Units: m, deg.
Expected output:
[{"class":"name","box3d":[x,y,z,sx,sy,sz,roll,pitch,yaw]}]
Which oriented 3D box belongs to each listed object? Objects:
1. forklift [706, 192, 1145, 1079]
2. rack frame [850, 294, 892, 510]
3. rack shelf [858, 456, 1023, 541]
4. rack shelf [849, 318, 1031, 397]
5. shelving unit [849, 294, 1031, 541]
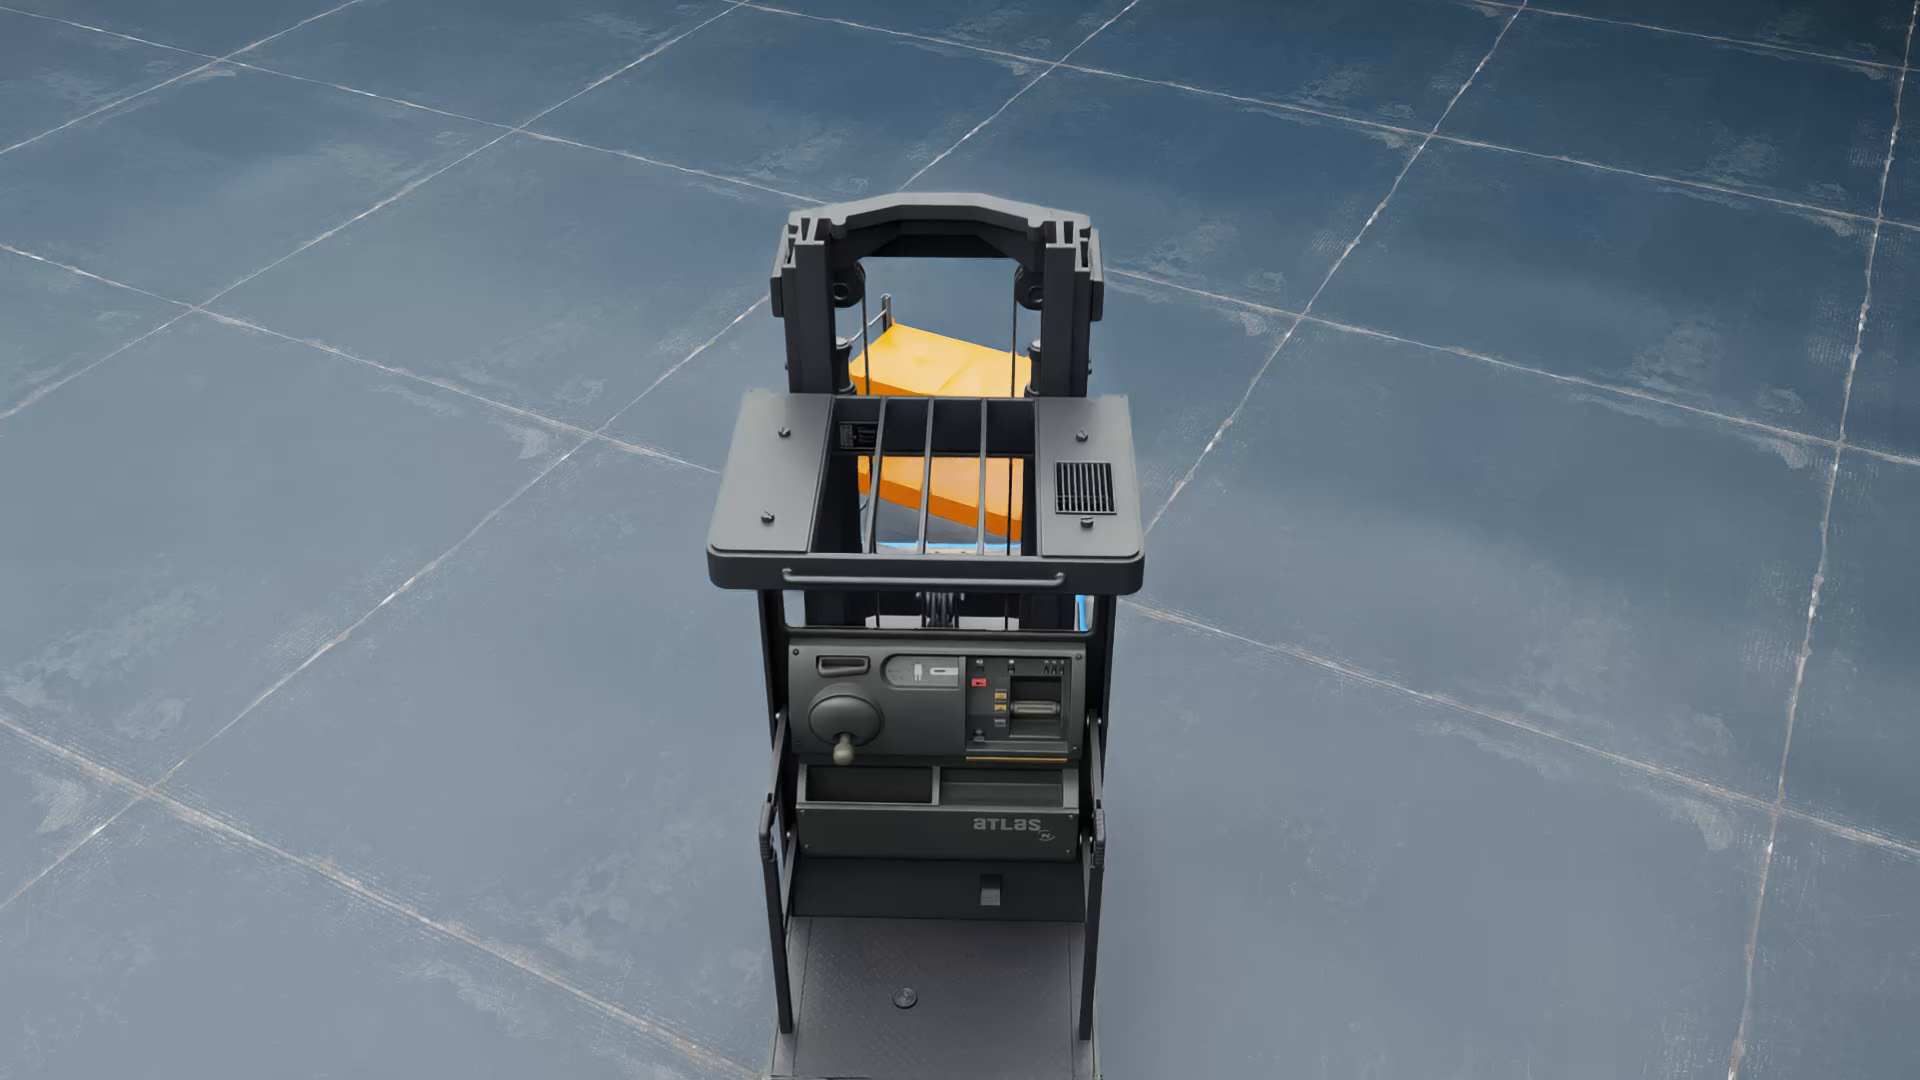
[{"class":"forklift","box3d":[-0.076,0.584,5.057,1.130,2.935,3.031,1,37,1]},{"class":"rack frame","box3d":[-0.457,-0.591,8.099,0.032,1.125,0.500,17,41,21]},{"class":"rack shelf","box3d":[-0.006,-0.255,8.060,1.000,0.278,0.538,17,41,21]},{"class":"rack shelf","box3d":[-0.006,-0.683,7.735,1.000,0.278,0.538,17,41,21]},{"class":"shelving unit","box3d":[-0.006,-0.450,7.912,1.048,1.125,0.538,17,41,21]}]
